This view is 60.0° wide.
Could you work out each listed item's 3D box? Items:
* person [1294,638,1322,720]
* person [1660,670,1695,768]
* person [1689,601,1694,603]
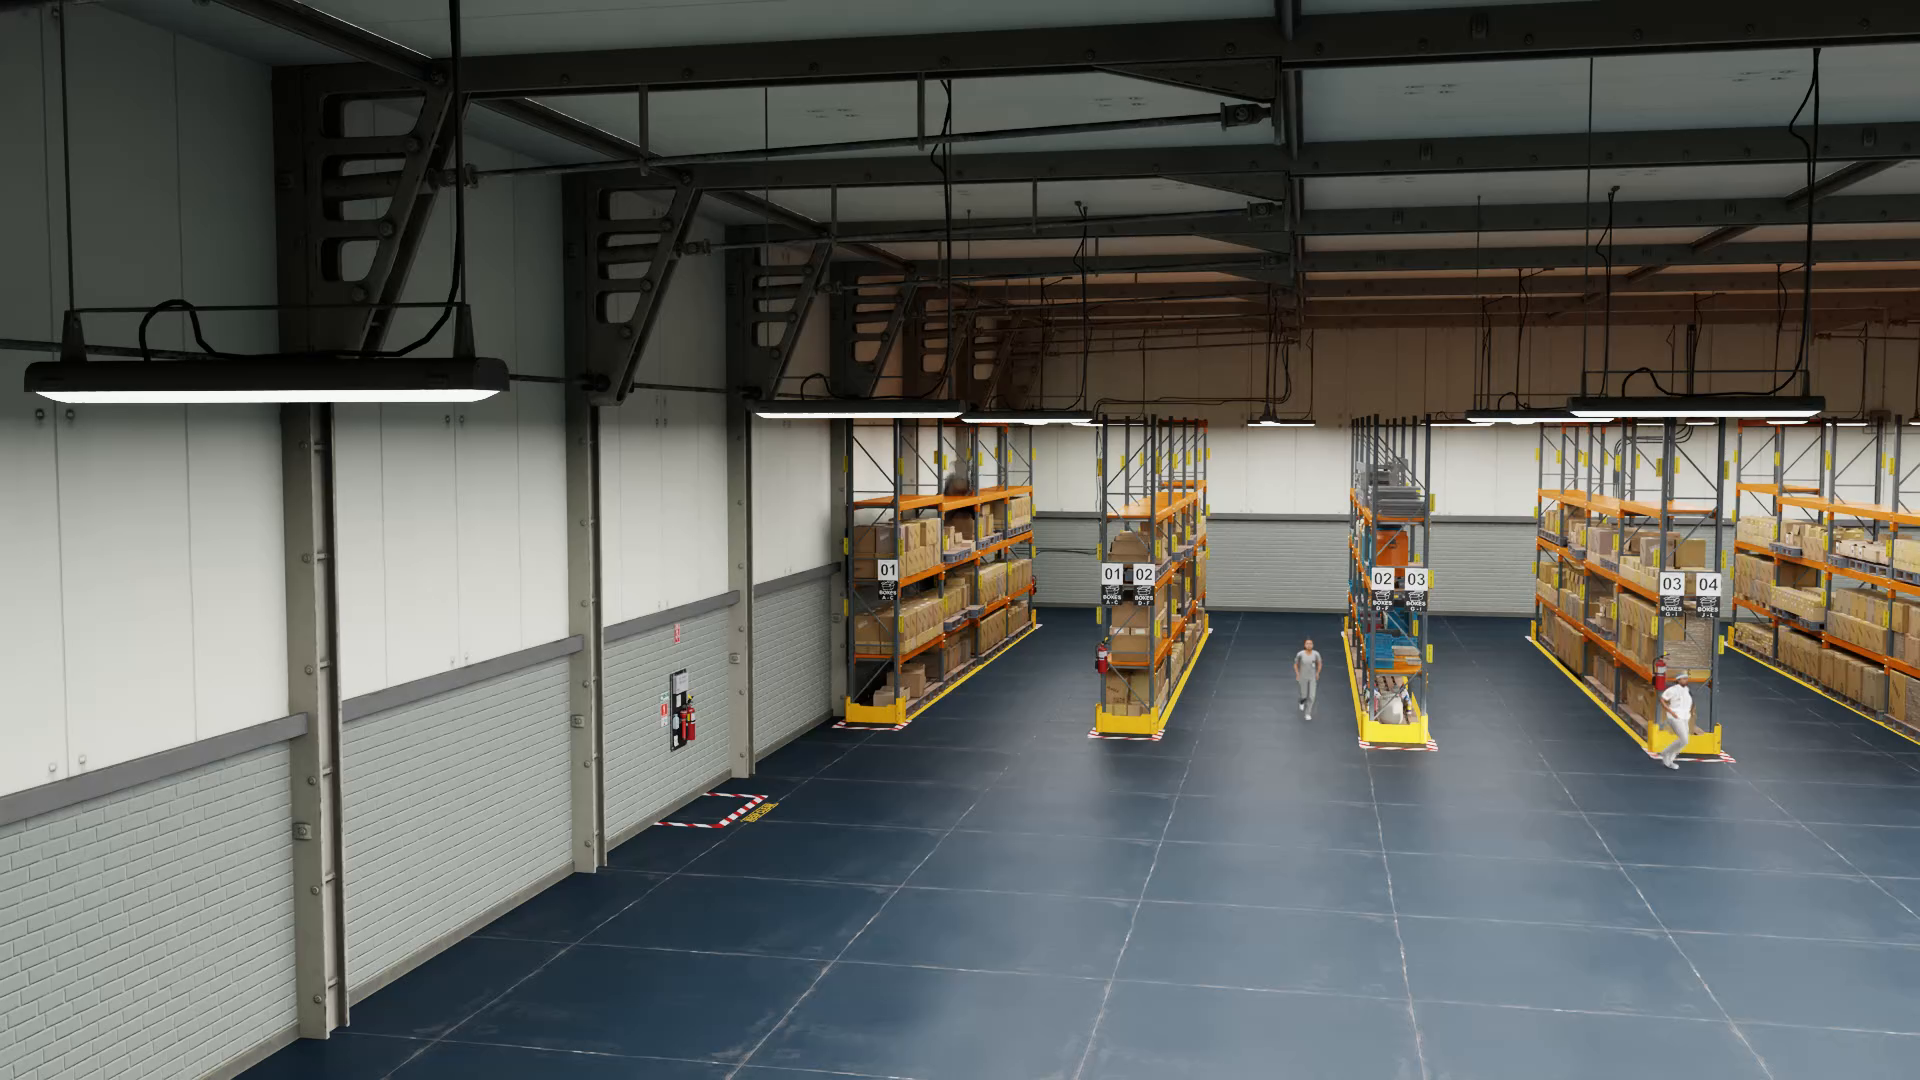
[{"bbox_3d":[6.881,2.728,32.910,0.550,1.621,0.622,0,4,5],"label":"person"},{"bbox_3d":[12.156,3.020,28.055,0.610,1.658,0.509,-2,4,-31],"label":"person"},{"bbox_3d":[19.298,1.912,44.394,0.623,1.760,0.741,-2,4,-26],"label":"person"}]
